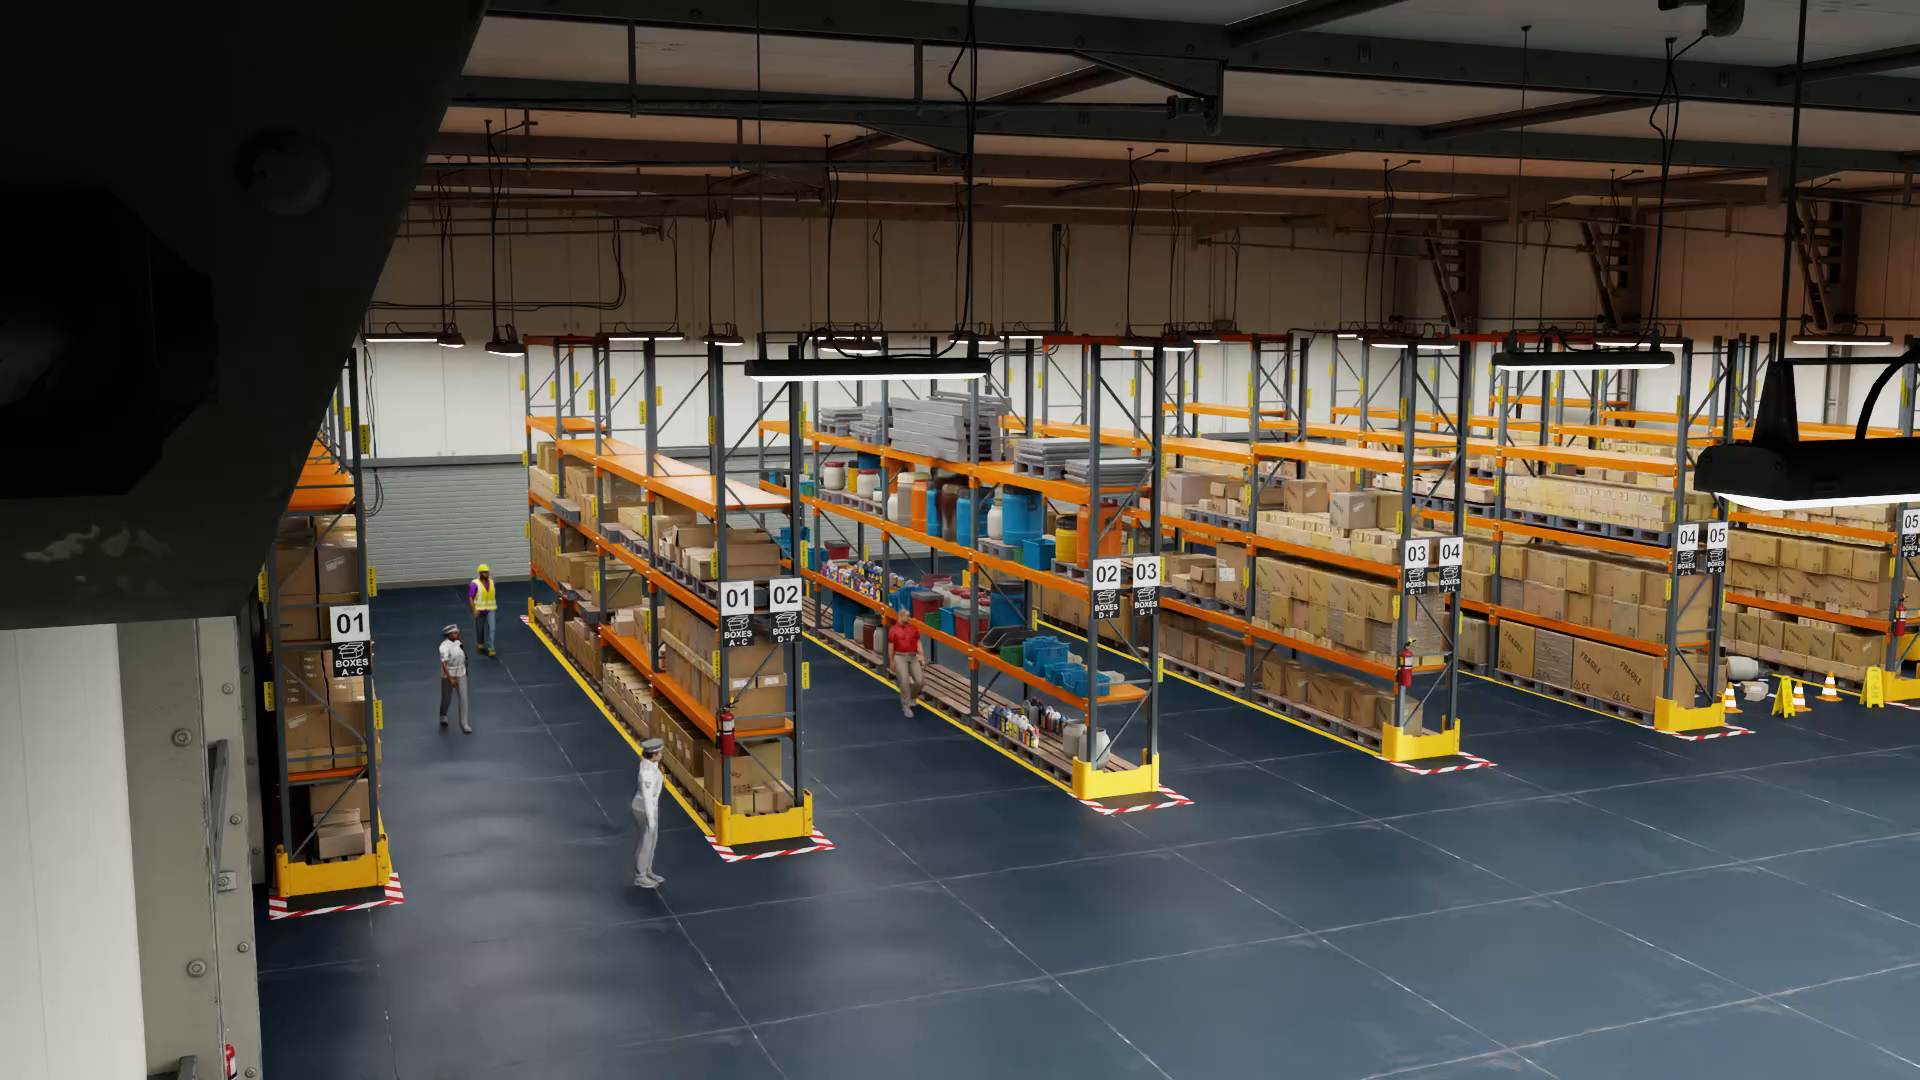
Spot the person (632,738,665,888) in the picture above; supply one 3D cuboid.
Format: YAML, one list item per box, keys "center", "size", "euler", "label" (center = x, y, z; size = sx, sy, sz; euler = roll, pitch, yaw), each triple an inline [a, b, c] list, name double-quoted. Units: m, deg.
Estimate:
- center: [-3.482, 3.050, 18.616]
  size: [0.383, 1.675, 0.521]
  euler: [-1, 8, -5]
  label: "person"

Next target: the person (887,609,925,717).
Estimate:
- center: [-0.828, 1.964, 26.811]
  size: [0.583, 1.675, 0.637]
  euler: [-4, 8, -25]
  label: "person"

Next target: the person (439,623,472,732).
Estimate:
- center: [-7.837, 2.102, 25.749]
  size: [0.425, 1.646, 0.964]
  euler: [-4, 9, -29]
  label: "person"

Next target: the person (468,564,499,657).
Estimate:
- center: [-8.969, 1.322, 31.332]
  size: [0.553, 1.730, 1.022]
  euler: [-3, 8, -18]
  label: "person"
